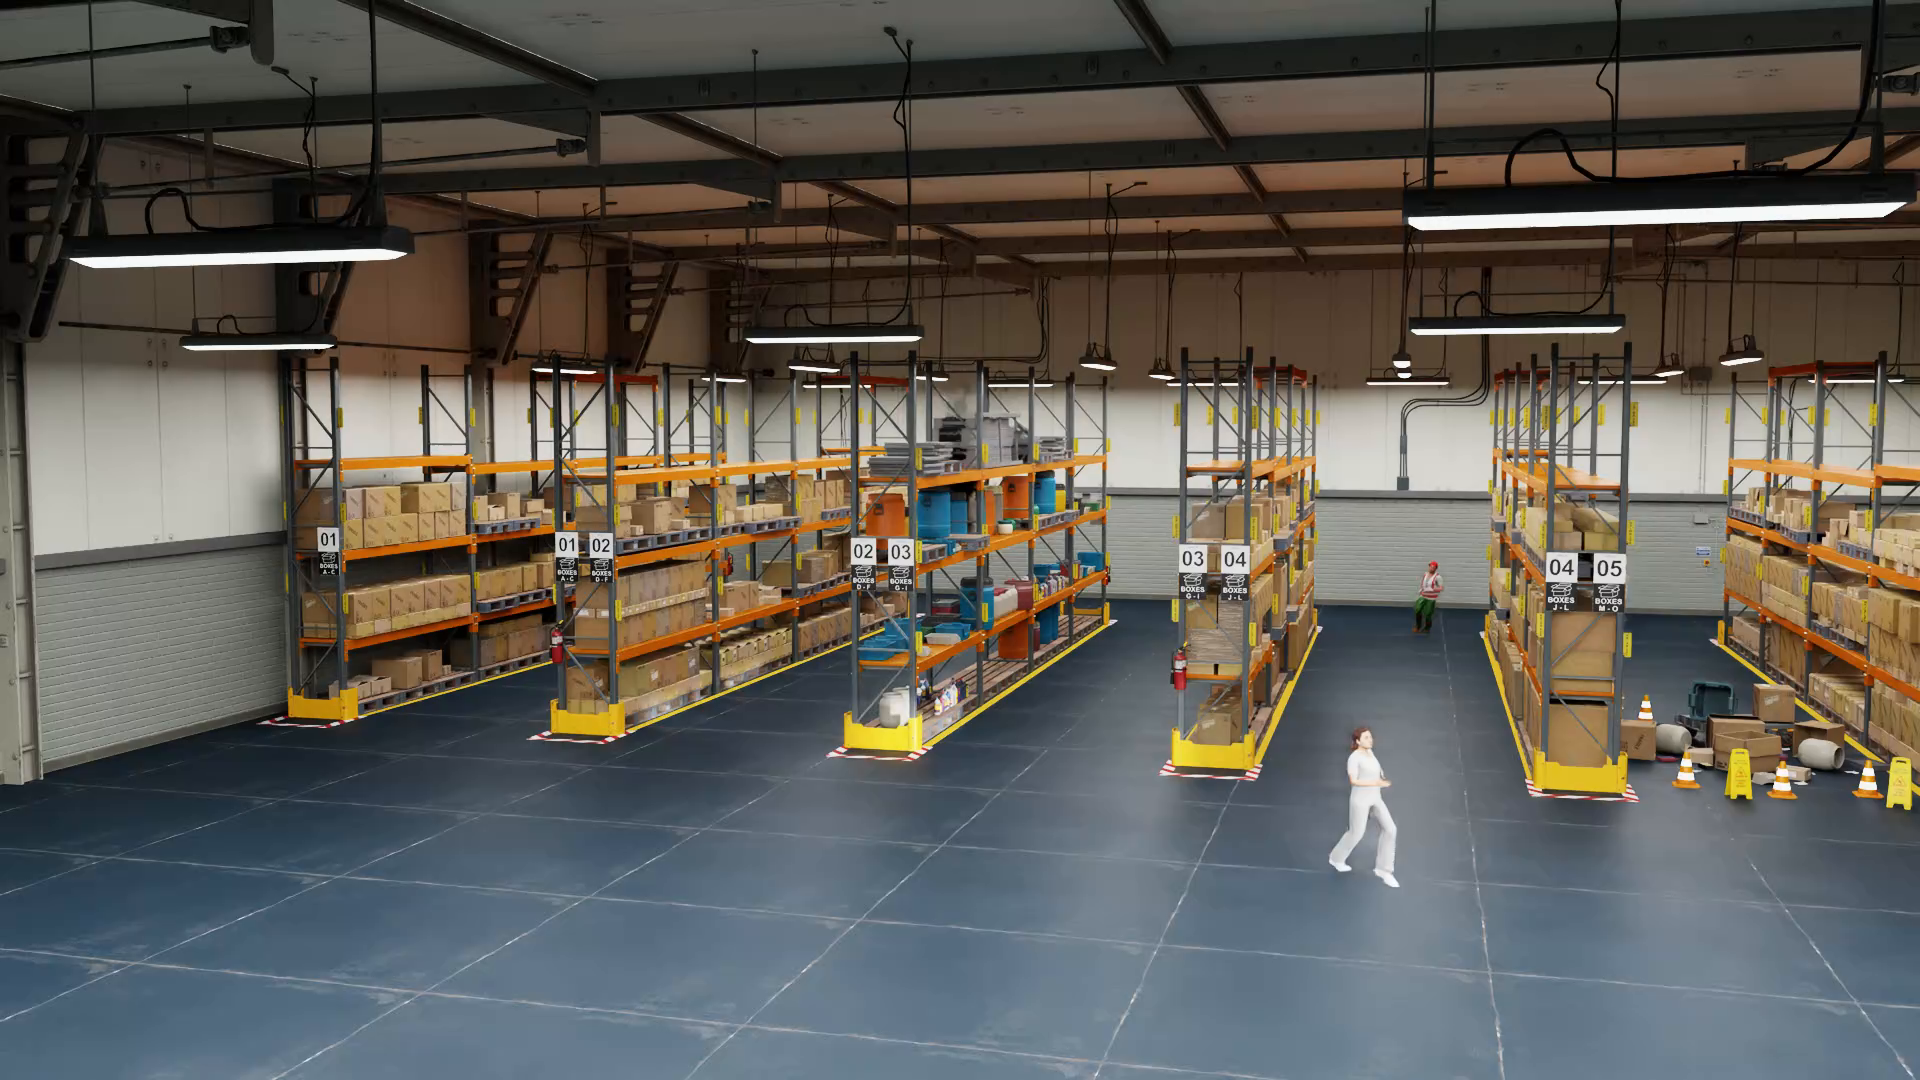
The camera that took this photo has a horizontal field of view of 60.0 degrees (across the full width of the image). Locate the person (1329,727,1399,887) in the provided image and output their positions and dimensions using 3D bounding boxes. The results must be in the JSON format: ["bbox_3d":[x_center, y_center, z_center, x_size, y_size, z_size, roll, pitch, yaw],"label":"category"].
[{"bbox_3d":[4.389,2.862,18.020,0.570,1.698,0.825,-3,5,-38],"label":"person"}]

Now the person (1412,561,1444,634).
[{"bbox_3d":[10.762,1.322,38.141,0.701,1.702,0.675,4,6,43],"label":"person"}]

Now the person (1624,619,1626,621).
[{"bbox_3d":[14.984,1.301,38.555,0.904,1.776,0.670,1,4,17],"label":"person"}]
